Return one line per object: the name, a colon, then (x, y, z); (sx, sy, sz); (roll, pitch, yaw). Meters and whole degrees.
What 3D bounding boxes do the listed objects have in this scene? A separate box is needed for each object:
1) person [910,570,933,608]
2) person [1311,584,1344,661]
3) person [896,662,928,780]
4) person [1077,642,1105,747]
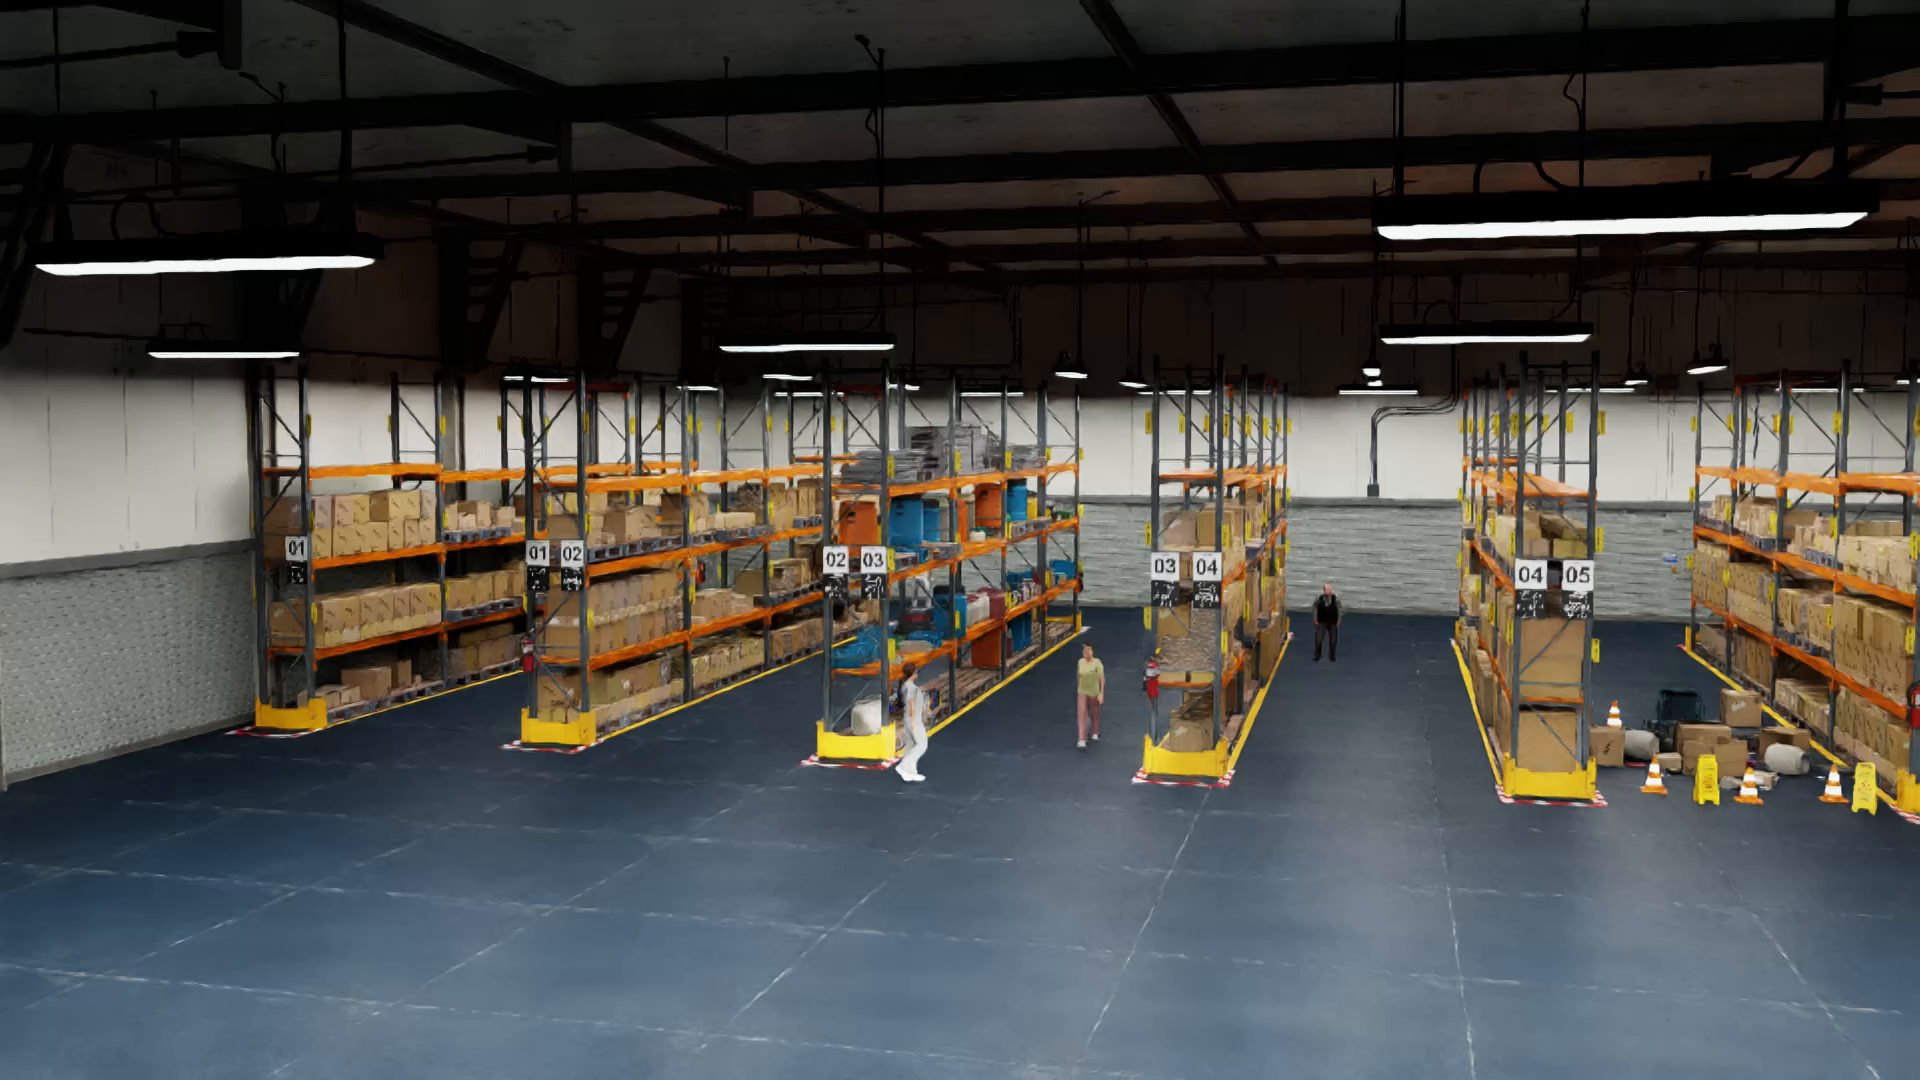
person: (-1.084, 1.017, 45.212); (0.682, 1.712, 0.839); (0, 4, -2)
person: (7.776, 1.745, 35.230); (0.677, 1.674, 0.534); (1, 4, 11)
person: (-0.692, 2.558, 23.359); (0.435, 1.669, 0.492); (-1, 4, -12)
person: (2.042, 2.396, 26.041); (0.458, 1.612, 1.019); (1, 4, 13)
